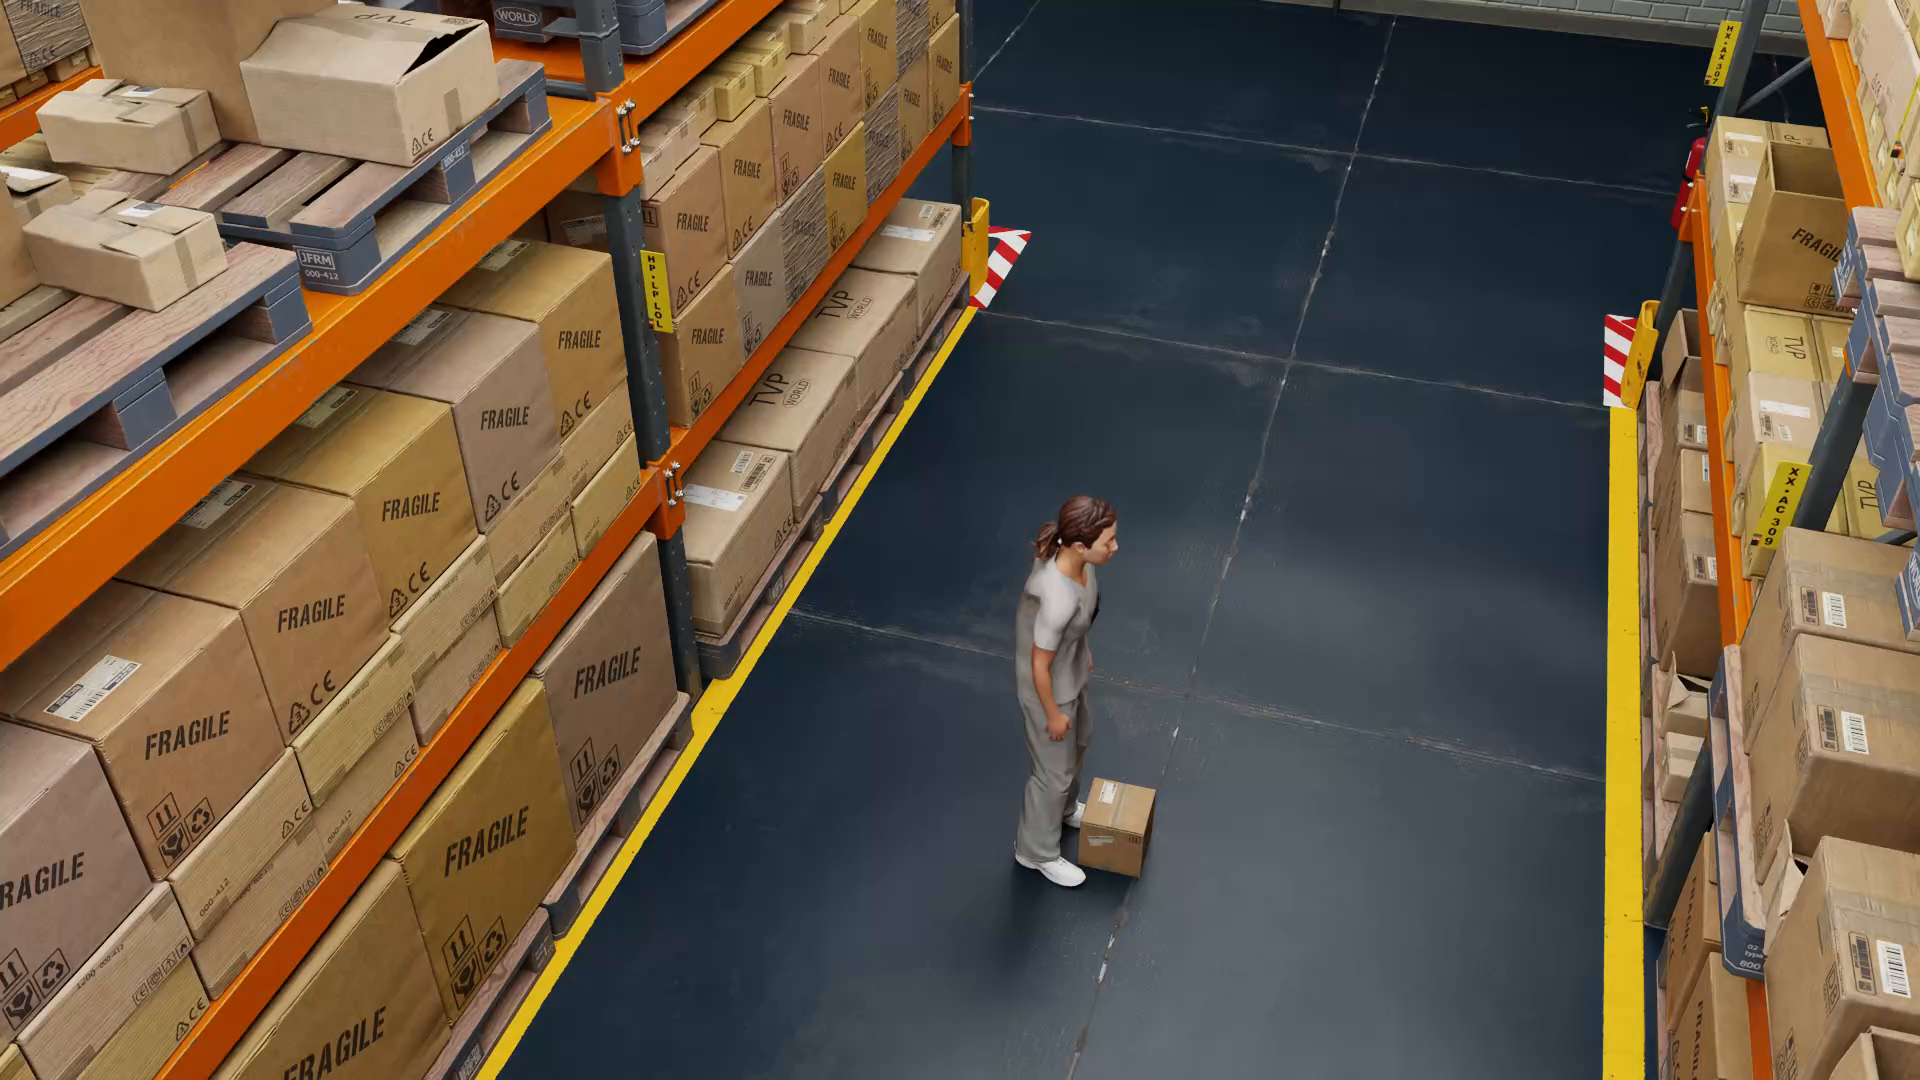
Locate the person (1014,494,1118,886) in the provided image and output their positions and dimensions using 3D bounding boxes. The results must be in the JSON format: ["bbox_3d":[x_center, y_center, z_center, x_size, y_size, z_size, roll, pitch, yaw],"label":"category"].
[{"bbox_3d":[0.382,0.530,6.192,0.355,1.673,0.491,11,38,14],"label":"person"}]
